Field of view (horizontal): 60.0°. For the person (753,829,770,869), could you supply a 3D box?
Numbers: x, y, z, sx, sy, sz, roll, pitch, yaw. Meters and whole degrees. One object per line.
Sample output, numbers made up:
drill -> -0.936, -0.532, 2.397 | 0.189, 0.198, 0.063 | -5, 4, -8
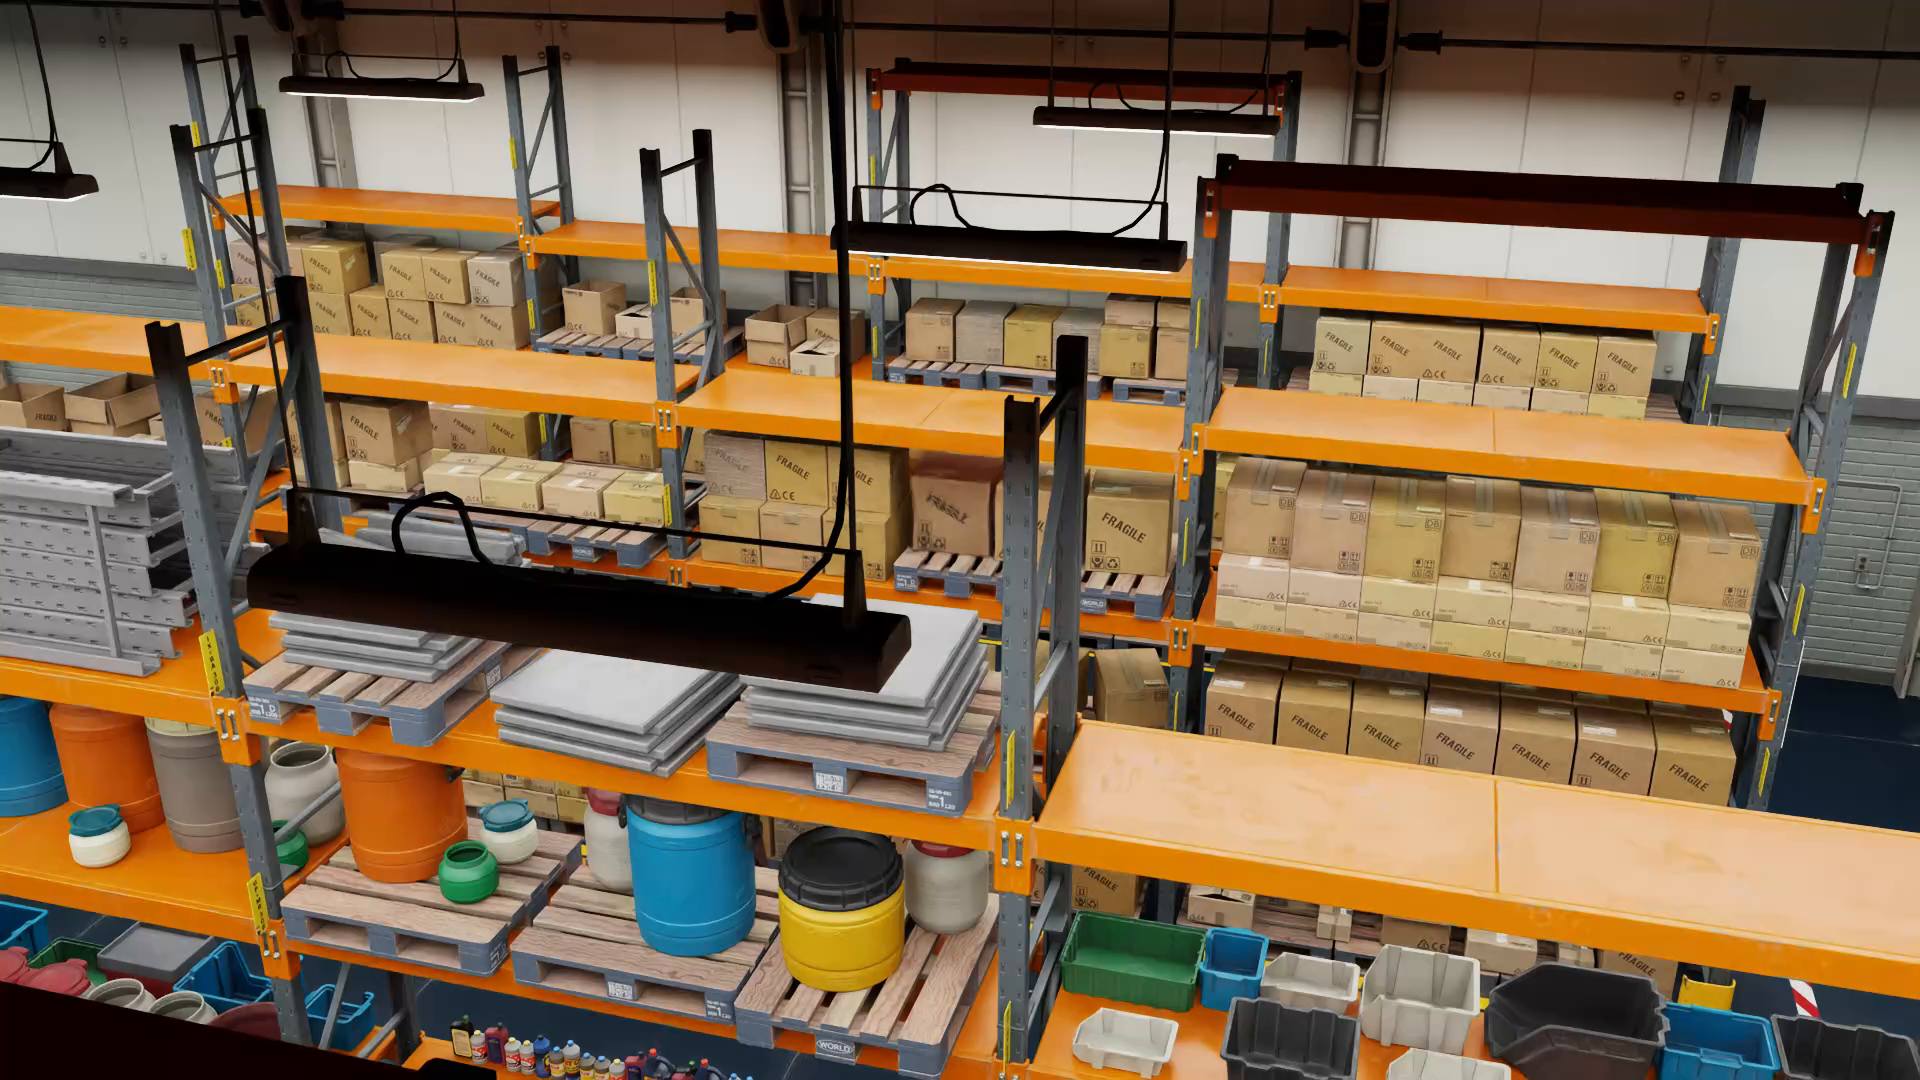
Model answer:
person -> -1.726, 2.412, 12.707 | 0.869, 1.831, 0.704 | 12, 25, 26
